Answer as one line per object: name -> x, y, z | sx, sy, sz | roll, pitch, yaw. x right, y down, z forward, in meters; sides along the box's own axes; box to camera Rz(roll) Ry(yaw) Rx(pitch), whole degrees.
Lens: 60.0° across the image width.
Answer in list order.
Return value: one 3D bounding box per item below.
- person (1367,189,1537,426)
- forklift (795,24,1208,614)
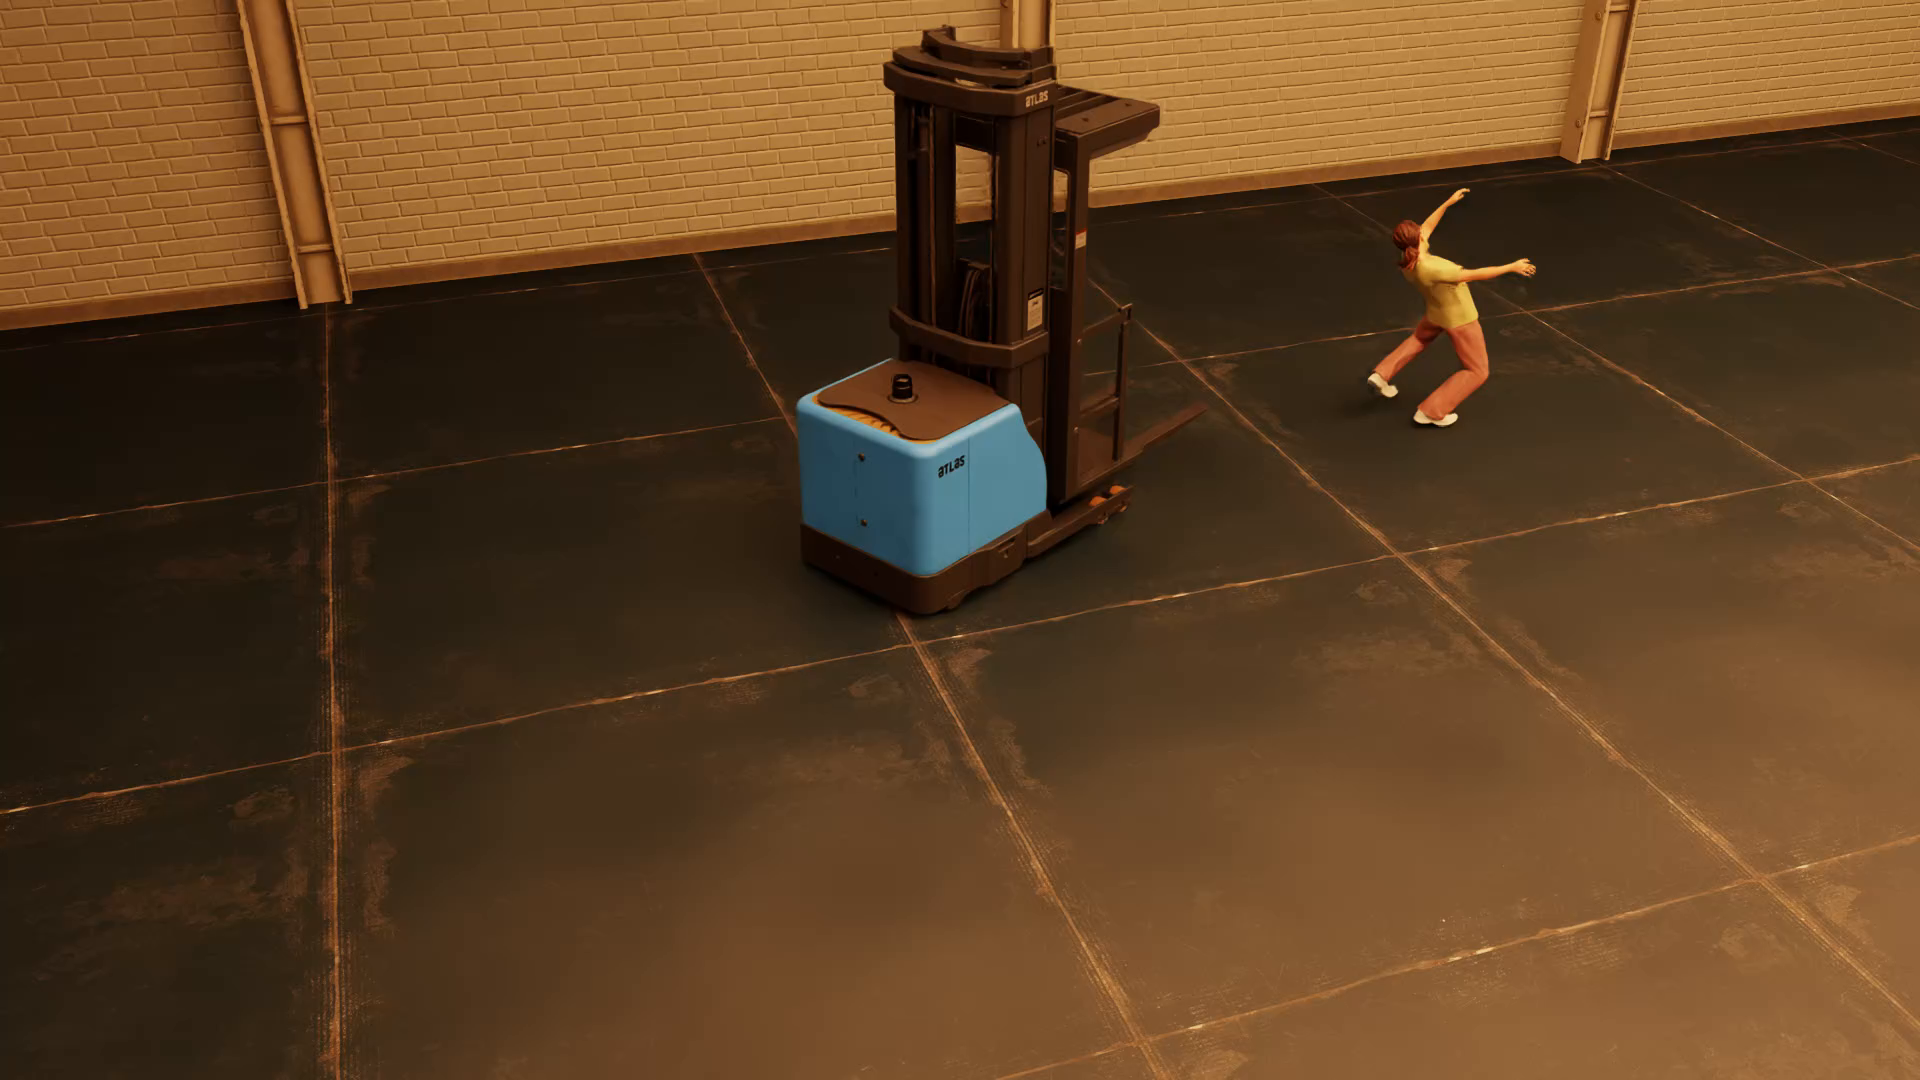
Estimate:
person -> 3.234, -1.464, 11.023 | 0.640, 1.525, 0.986 | -16, 33, -25
forklift -> 0.417, -1.517, 9.724 | 1.130, 2.935, 3.031 | 24, 37, 35
